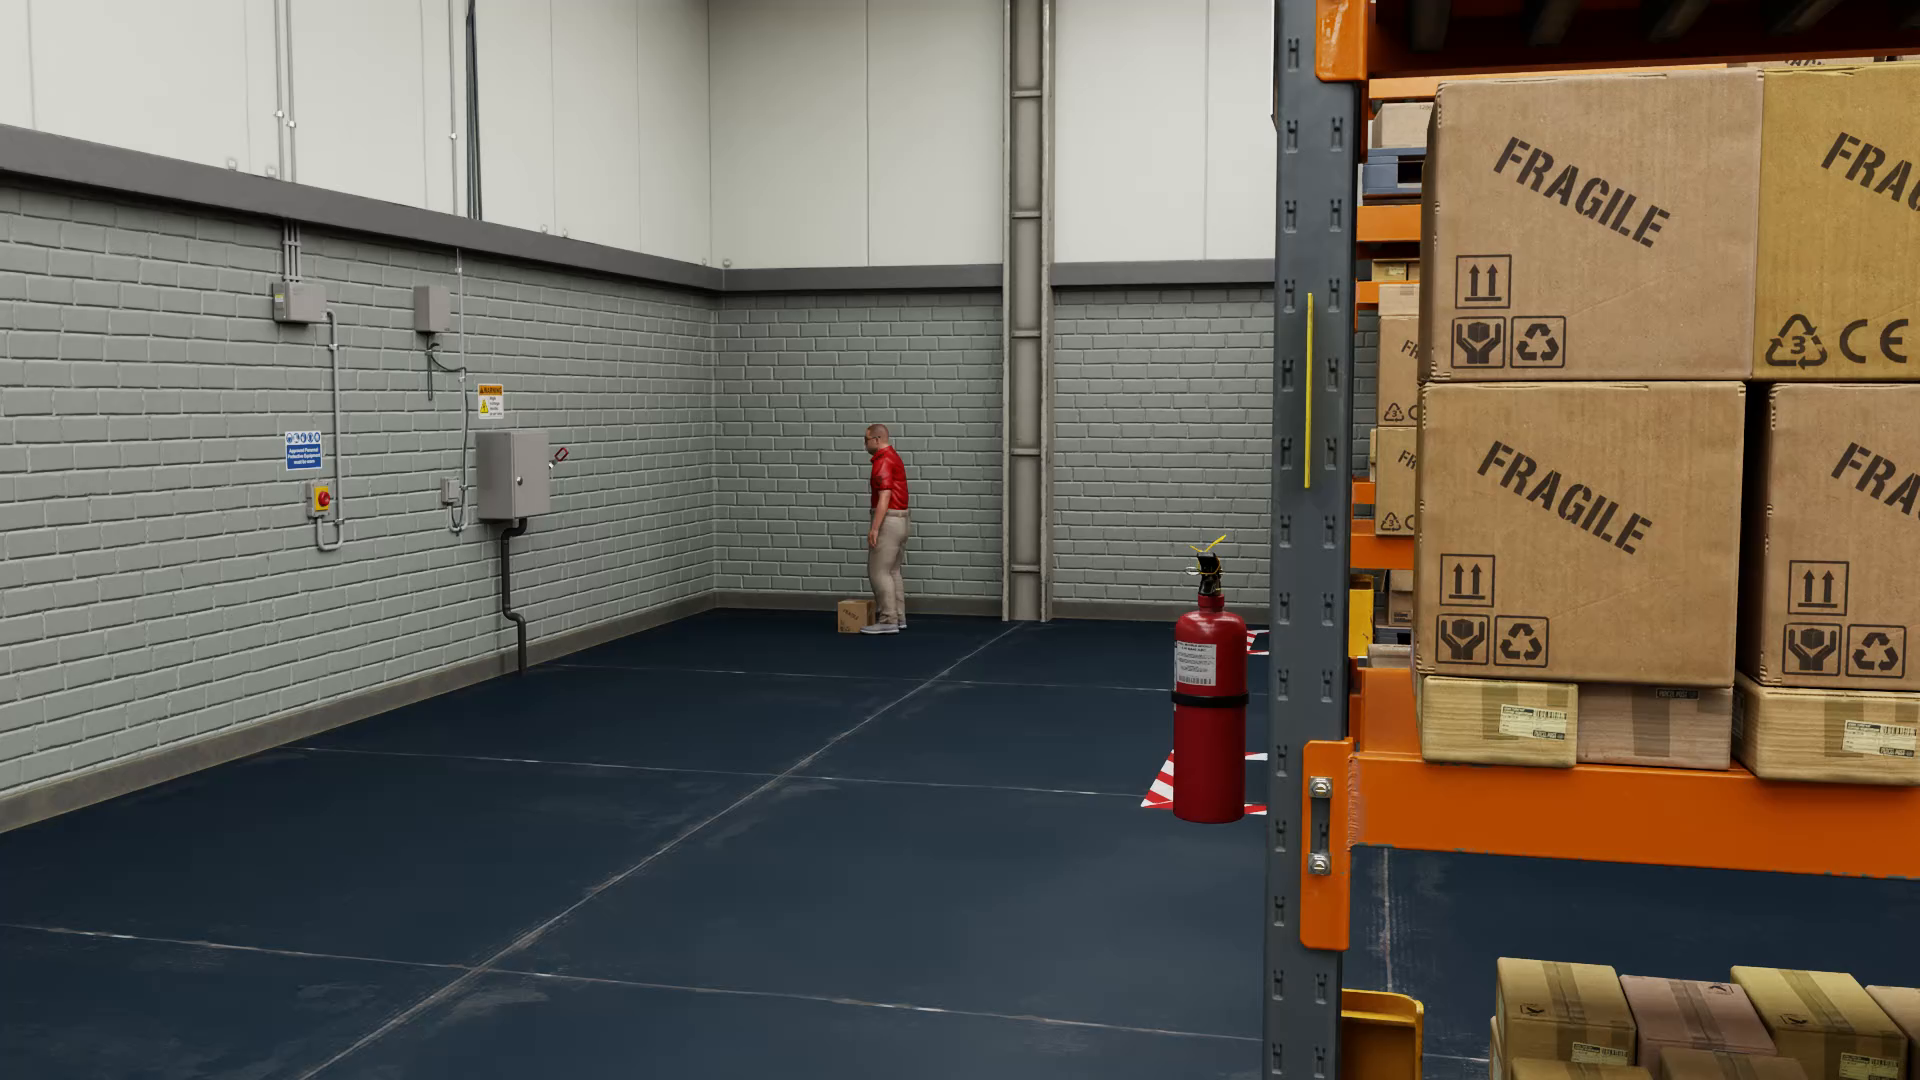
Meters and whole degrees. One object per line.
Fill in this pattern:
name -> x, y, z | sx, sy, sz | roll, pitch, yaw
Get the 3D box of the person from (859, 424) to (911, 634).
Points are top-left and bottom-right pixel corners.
person -> -0.615, -0.097, 13.750 | 0.384, 1.728, 0.604 | 1, 5, 11
